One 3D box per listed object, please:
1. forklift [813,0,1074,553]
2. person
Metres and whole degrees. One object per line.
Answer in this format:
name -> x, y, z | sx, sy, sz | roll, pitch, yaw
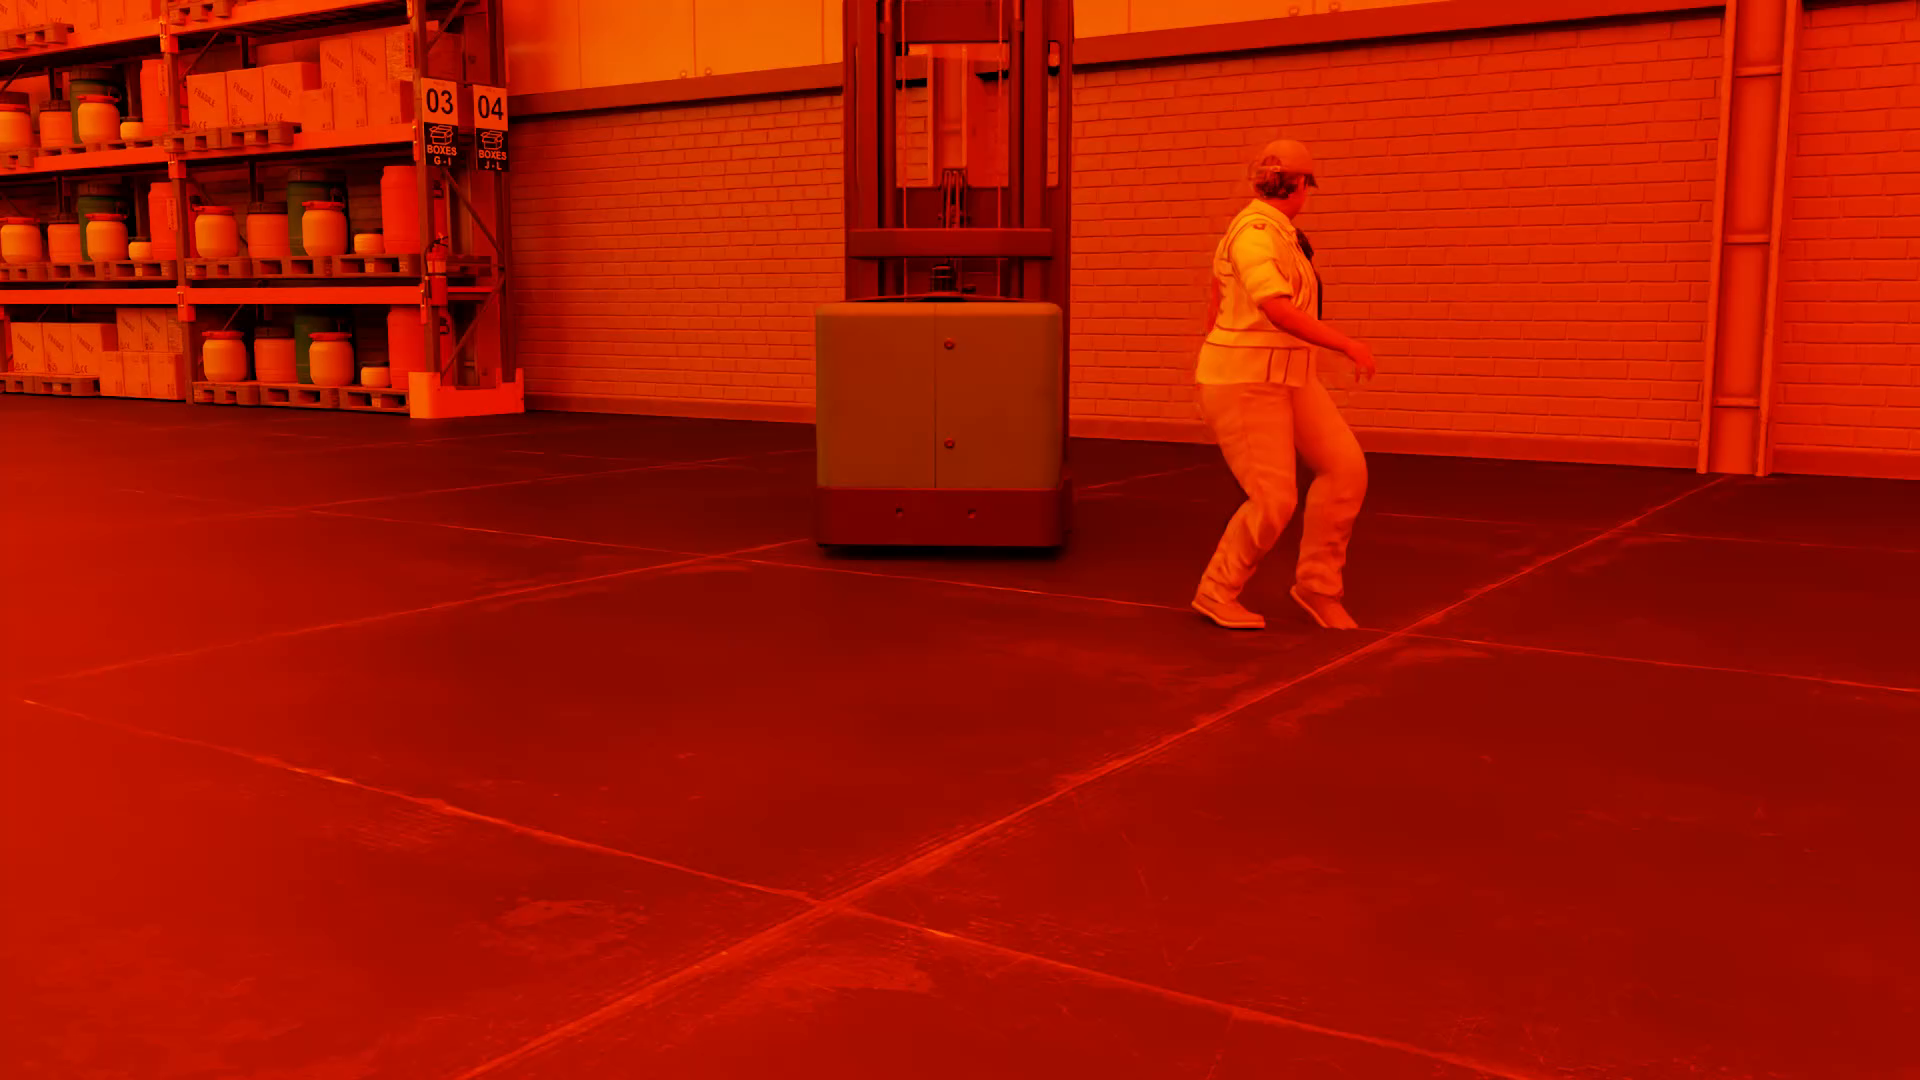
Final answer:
forklift -> 0.008, -1.568, 8.222 | 1.130, 2.935, 3.031 | 1, 8, 4
person -> 1.009, -0.480, 5.521 | 0.736, 1.665, 0.569 | 5, 10, 33
